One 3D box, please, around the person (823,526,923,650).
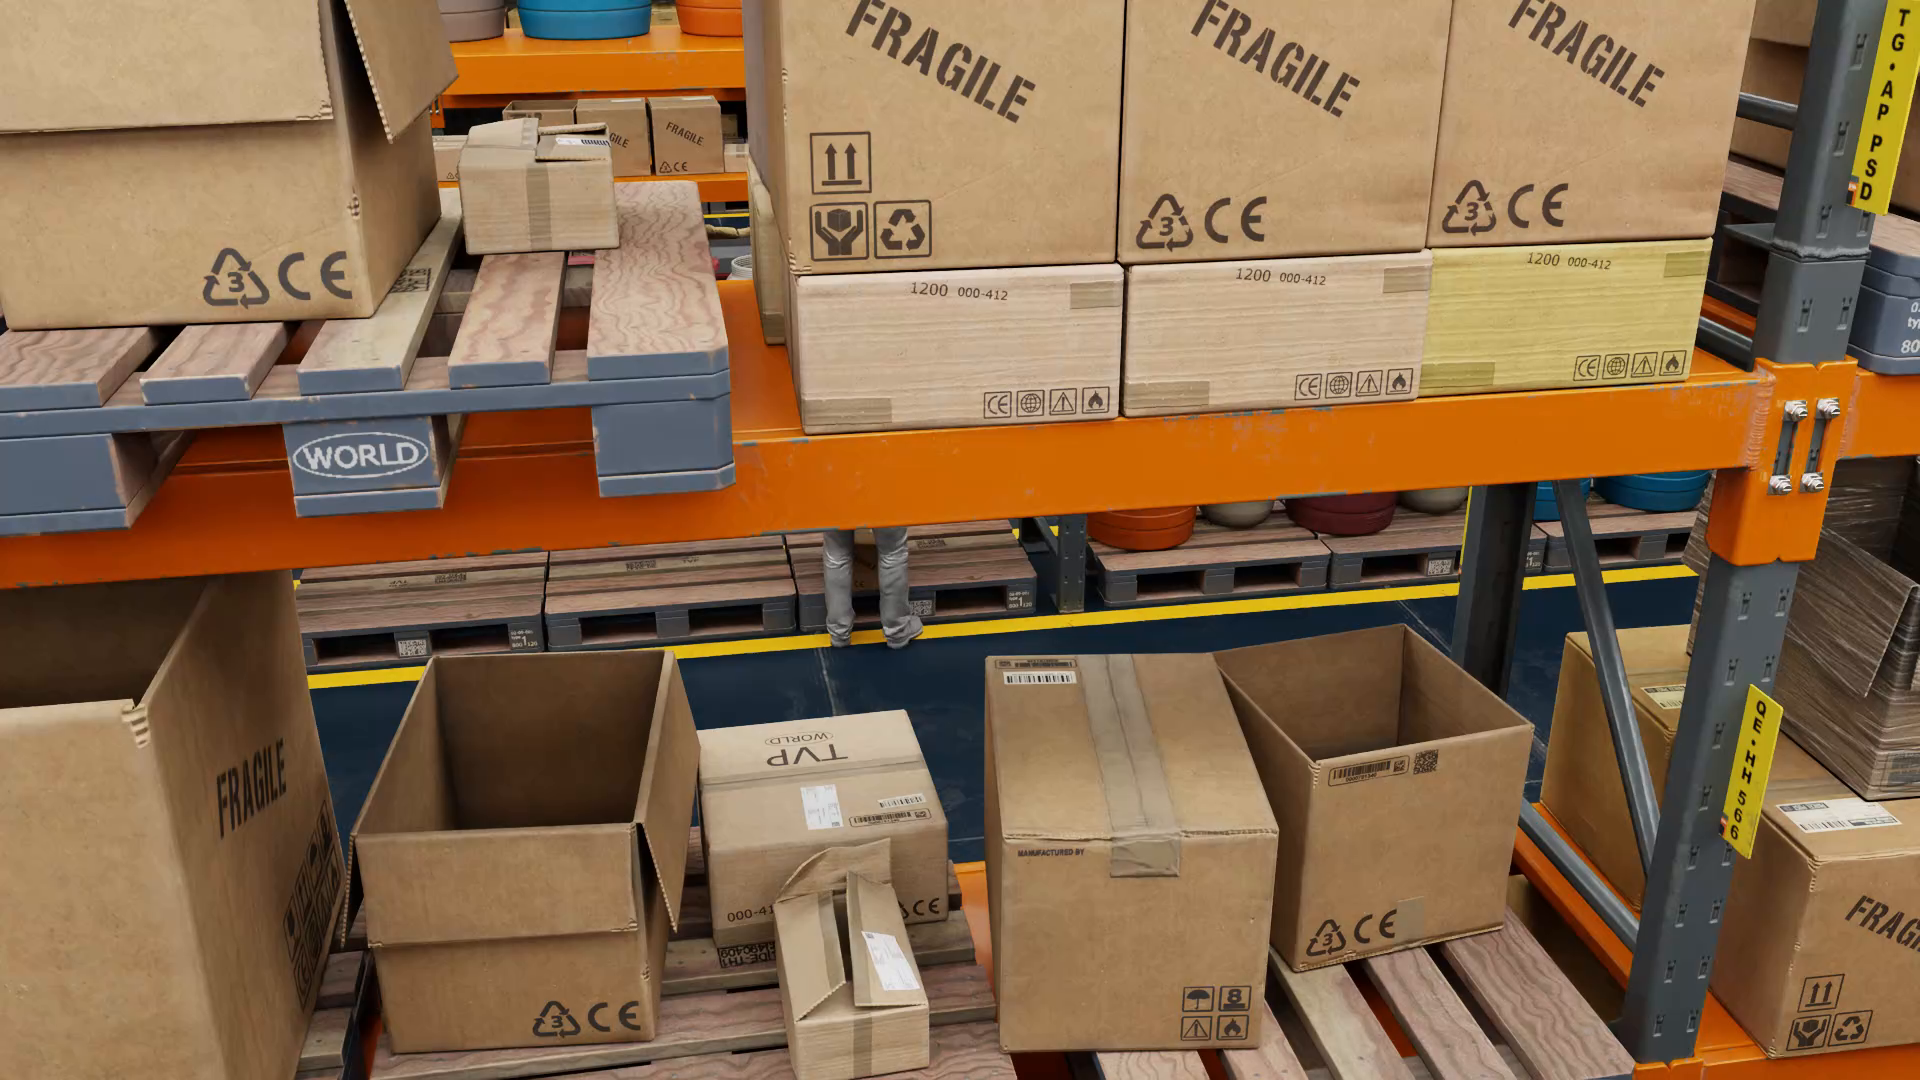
[{"bbox_3d":[-0.471,-0.330,7.833,0.580,1.772,0.462,3,23,6],"label":"person"}]
